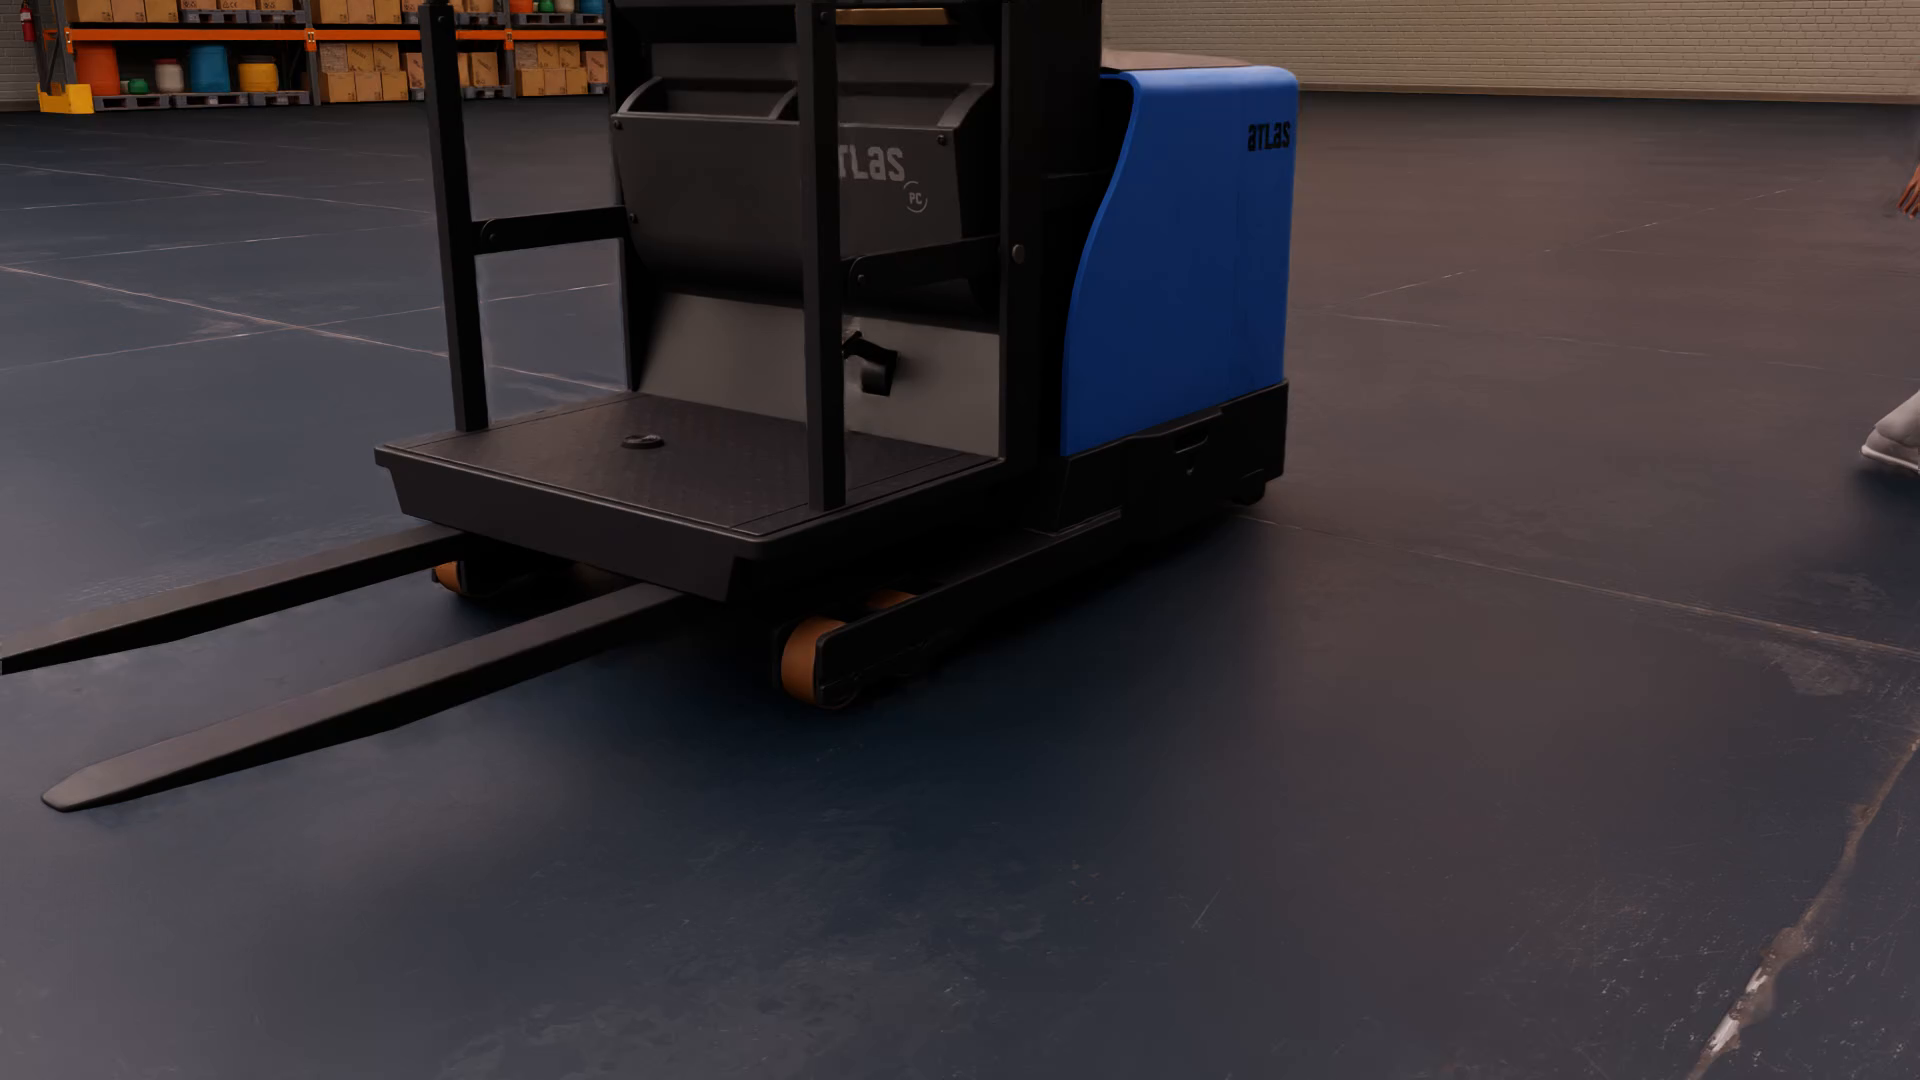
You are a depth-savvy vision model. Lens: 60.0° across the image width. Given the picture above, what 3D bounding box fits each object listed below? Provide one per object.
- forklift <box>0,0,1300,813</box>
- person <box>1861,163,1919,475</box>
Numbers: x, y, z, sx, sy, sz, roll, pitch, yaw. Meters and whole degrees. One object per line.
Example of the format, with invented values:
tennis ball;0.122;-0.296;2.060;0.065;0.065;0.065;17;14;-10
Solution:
forklift;-0.462;-1.262;3.052;1.130;2.935;3.031;13;21;36
person;2.740;-0.837;4.090;0.778;1.552;0.704;14;22;39
